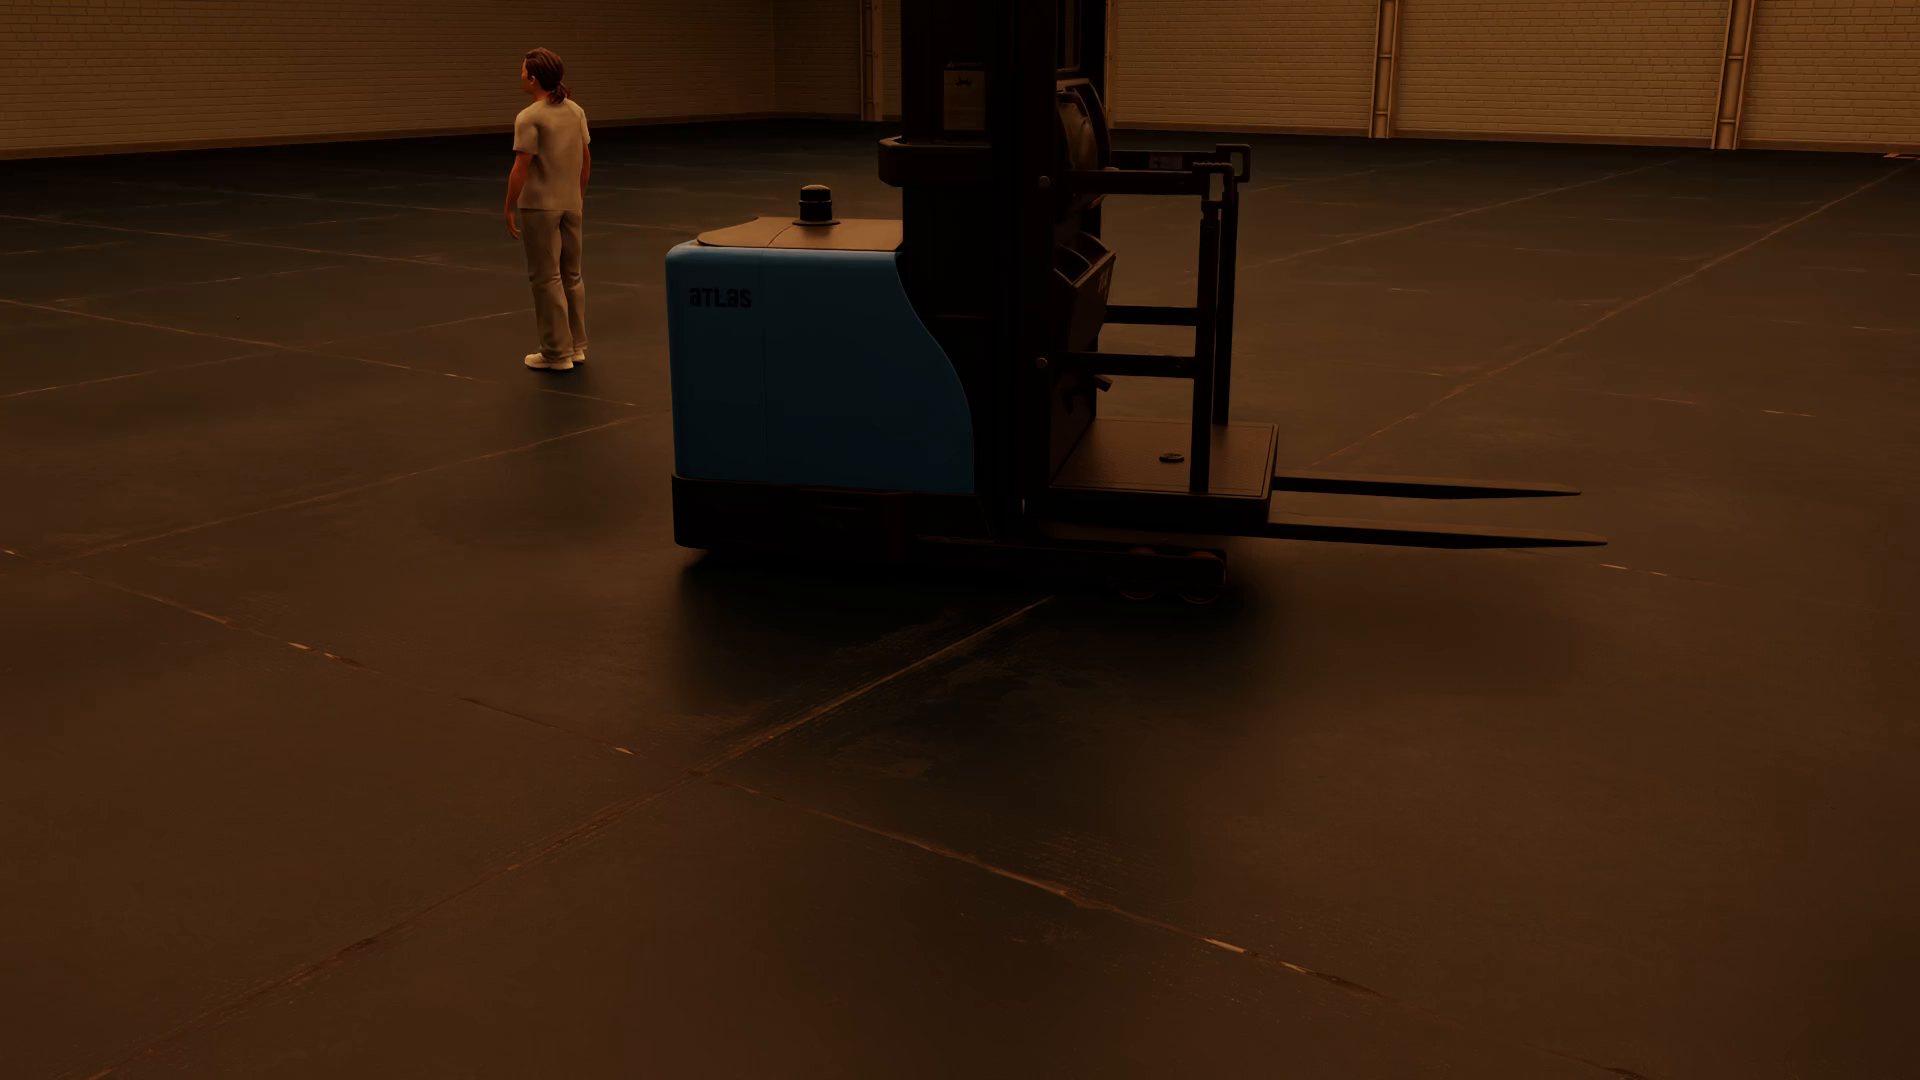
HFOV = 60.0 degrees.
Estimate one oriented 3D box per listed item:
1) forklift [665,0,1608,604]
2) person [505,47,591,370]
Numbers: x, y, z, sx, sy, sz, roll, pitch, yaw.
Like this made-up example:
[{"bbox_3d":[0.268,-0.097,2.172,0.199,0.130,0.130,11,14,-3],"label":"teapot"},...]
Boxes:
[{"bbox_3d":[0.595,-1.367,5.404,3.031,2.935,1.130,4,17,12],"label":"forklift"},{"bbox_3d":[-2.214,-1.744,8.830,0.550,1.676,0.550,12,20,34],"label":"person"}]
